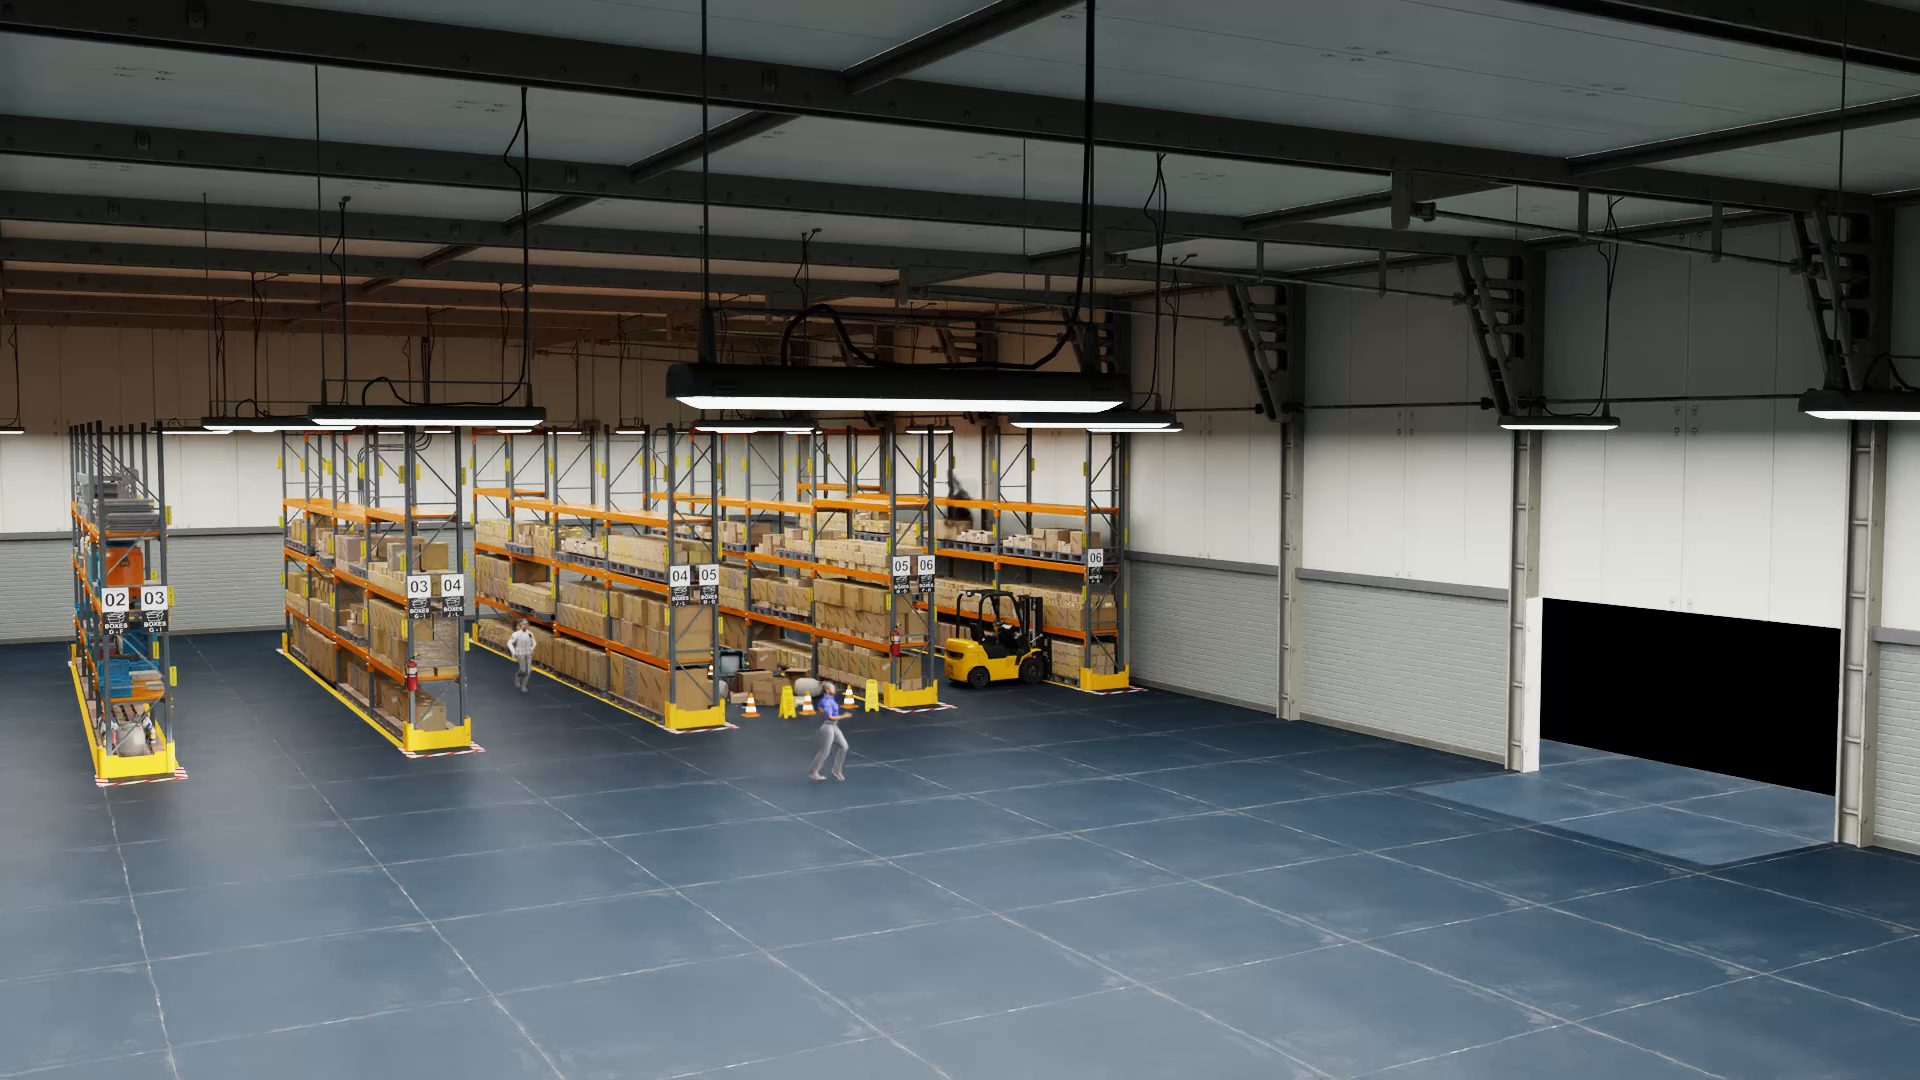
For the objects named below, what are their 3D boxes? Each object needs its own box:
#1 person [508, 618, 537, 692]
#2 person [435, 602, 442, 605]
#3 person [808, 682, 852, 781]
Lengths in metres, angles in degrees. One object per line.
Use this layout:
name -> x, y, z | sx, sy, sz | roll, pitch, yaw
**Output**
person -> -9.787, 2.588, 37.365 | 0.615, 1.658, 0.541 | -2, 4, -35
person -> -14.712, 2.057, 46.047 | 0.778, 1.712, 0.866 | 0, 4, -5
person -> -2.150, 3.198, 27.590 | 0.739, 1.709, 0.548 | 1, 4, 9
